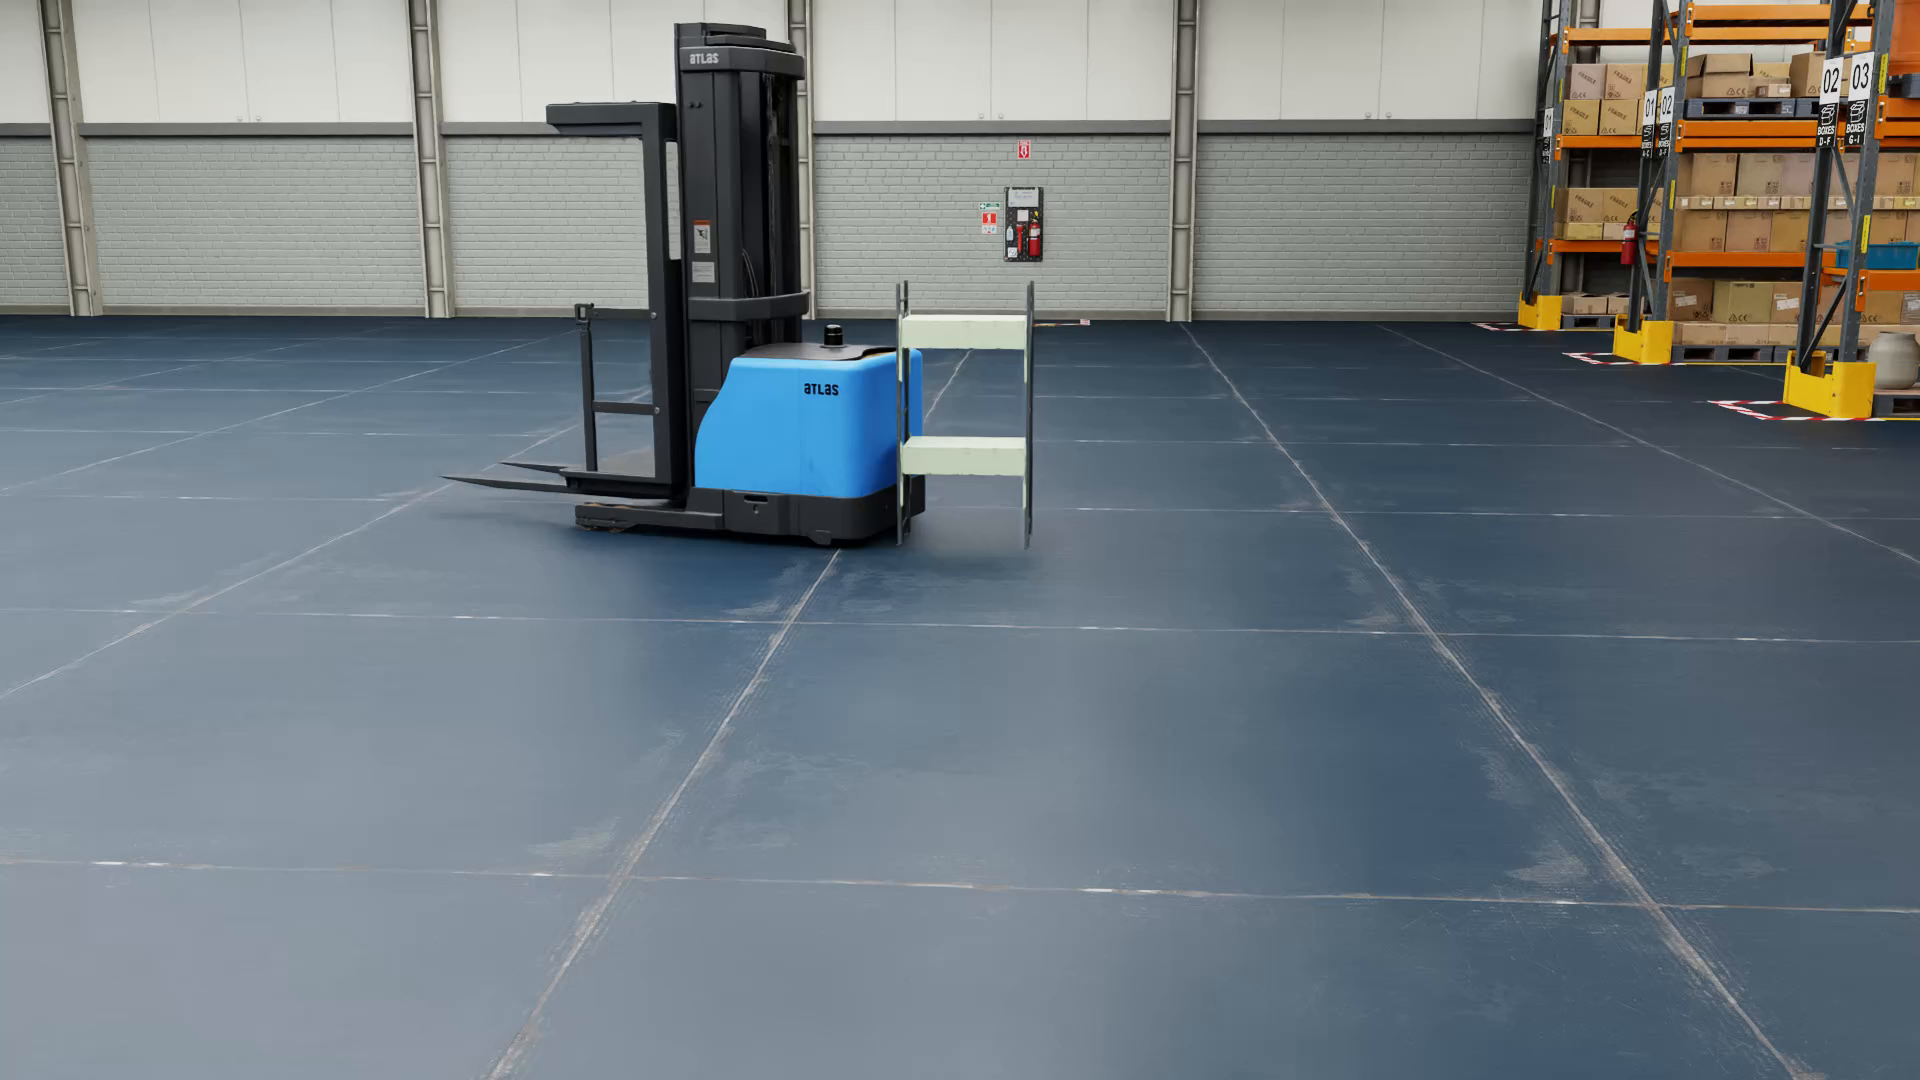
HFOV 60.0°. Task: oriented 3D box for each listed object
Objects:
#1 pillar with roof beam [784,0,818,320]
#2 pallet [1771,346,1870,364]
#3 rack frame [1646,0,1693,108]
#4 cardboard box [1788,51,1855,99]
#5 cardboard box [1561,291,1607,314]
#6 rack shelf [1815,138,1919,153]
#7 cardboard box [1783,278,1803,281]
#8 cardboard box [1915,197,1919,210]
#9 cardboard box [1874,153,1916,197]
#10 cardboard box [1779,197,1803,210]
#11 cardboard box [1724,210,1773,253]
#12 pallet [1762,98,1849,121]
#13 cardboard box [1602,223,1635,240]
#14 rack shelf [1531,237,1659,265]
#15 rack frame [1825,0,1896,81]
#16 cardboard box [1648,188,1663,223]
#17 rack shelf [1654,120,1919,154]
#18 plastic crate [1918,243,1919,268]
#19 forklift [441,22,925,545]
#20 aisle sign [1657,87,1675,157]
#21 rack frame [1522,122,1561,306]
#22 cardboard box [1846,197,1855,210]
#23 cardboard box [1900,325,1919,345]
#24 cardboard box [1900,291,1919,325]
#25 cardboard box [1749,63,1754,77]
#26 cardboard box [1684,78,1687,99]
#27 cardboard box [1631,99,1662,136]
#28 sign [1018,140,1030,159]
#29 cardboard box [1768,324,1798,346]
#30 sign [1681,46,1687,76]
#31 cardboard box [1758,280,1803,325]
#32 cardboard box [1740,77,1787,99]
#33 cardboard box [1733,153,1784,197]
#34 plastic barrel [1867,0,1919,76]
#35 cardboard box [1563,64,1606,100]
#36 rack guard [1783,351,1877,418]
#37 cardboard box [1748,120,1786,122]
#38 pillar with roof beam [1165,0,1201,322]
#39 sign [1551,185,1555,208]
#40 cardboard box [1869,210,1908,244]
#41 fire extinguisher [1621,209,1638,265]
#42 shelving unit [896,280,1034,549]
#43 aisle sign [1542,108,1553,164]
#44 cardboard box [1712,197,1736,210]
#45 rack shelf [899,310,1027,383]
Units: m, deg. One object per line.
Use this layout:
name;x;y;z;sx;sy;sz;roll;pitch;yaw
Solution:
pillar with roof beam;-2.801;-7.093;21.699;0.400;9.000;9.100;1;12;4
pallet;10.356;-2.309;20.289;1.213;0.211;1.003;1;12;4
rack frame;8.376;-6.629;19.481;0.127;3.000;1.000;1;12;4
cardboard box;10.015;-5.405;19.345;0.500;0.500;0.500;1;12;4
cardboard box;9.388;-3.576;25.031;0.500;0.311;0.500;-1;12;-3
rack shelf;14.690;-5.739;24.308;4.000;0.370;1.077;1;12;4
cardboard box;10.429;-2.955;20.428;0.500;0.500;0.500;1;12;4
cardboard box;11.311;-3.975;19.615;0.250;0.149;0.380;1;12;4
cardboard box;10.920;-4.340;19.779;0.500;0.500;0.700;1;12;4
cardboard box;9.783;-3.996;19.717;0.250;0.149;0.380;0;12;2
cardboard box;9.365;-3.727;20.013;0.500;0.500;0.700;1;12;5
pallet;10.300;-5.087;19.649;1.213;0.211;1.003;1;12;4
cardboard box;9.688;-4.565;24.585;0.500;0.250;0.500;0;12;2
rack shelf;10.699;-4.325;24.877;4.000;0.370;1.077;1;12;4
rack frame;8.041;-5.617;14.644;0.127;3.000;1.000;1;12;4
cardboard box;10.167;-4.923;24.463;0.500;0.500;0.500;0;12;2
rack shelf;10.372;-4.782;19.731;4.000;0.370;1.077;1;12;4
plastic crate;9.208;-2.652;15.485;0.408;0.251;0.499;1;12;4
forklift;-1.784;-1.572;10.124;3.031;2.935;1.130;5;13;21
aisle sign;8.290;-4.904;19.535;0.004;0.787;0.394;1;12;4
rack frame;8.703;-4.705;24.934;0.127;3.000;1.000;1;12;4
cardboard box;10.549;-3.985;19.665;0.250;0.149;0.380;1;12;6
cardboard box;11.392;-2.468;19.932;0.500;0.250;0.500;1;12;4
cardboard box;11.392;-2.836;19.857;0.500;0.500;0.500;1;12;4
cardboard box;11.107;-6.628;24.068;0.500;0.500;0.500;0;12;2
cardboard box;10.688;-6.744;24.620;0.500;0.500;0.500;1;12;4
cardboard box;10.072;-6.155;24.248;0.500;0.500;0.500;1;12;6
sign;1.008;-6.151;26.184;0.199;0.298;0.001;1;12;4
cardboard box;9.894;-2.487;20.019;0.500;0.250;0.500;1;12;4
sign;8.333;-5.514;19.149;0.005;0.325;0.100;1;12;4
cardboard box;9.895;-2.856;19.954;0.500;0.500;0.500;1;12;4
cardboard box;9.543;-5.400;19.929;0.500;0.250;0.500;1;12;4
cardboard box;9.419;-4.361;19.877;0.500;0.500;0.700;0;12;2
plastic barrel;8.535;-4.584;14.956;0.708;0.830;0.600;1;12;4
cardboard box;9.072;-6.666;24.250;0.500;0.500;0.500;0;12;0
rack guard;8.120;-1.466;15.555;0.348;0.500;1.175;1;12;4
cardboard box;11.670;-6.143;24.190;0.500;0.500;0.500;0;12;-1
pillar with roof beam;3.185;-7.011;21.306;0.400;9.000;9.100;1;12;4
sign;8.667;-5.018;24.315;0.005;0.325;0.100;1;12;4
cardboard box;10.897;-3.705;19.911;0.500;0.500;0.700;1;12;5
fire extinguisher;8.289;-3.751;20.565;0.183;0.674;0.296;1;12;4
shelving unit;0.035;-0.729;9.590;0.755;1.500;0.431;1;12;5
aisle sign;8.612;-5.917;24.379;0.004;0.787;0.394;1;12;4
cardboard box;9.017;-4.007;19.768;0.250;0.149;0.380;0;12;2
rack shelf;0.035;-1.111;9.510;0.720;0.370;0.431;1;12;5
